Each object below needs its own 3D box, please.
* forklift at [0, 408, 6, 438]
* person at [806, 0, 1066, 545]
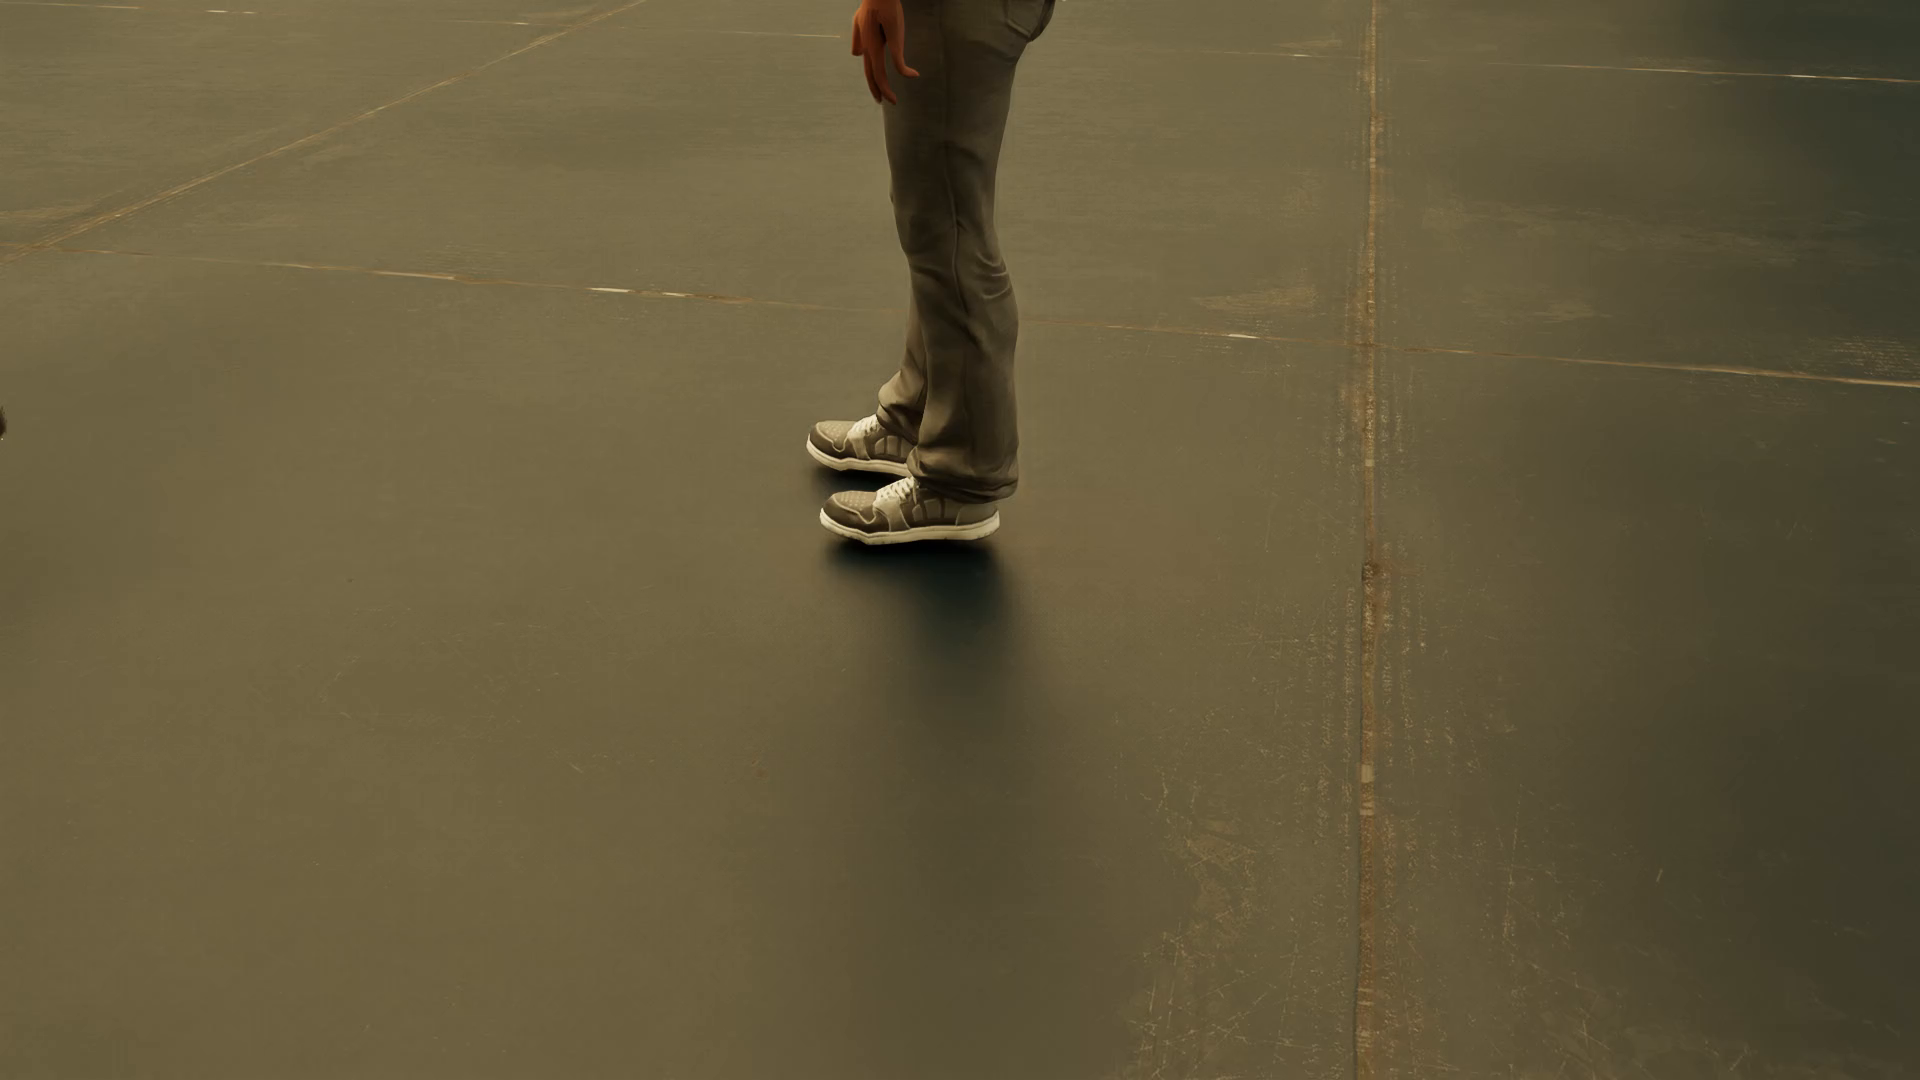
[{"bbox_3d":[-2.956,-1.107,1.439,3.031,2.935,1.130,-5,27,-9],"label":"forklift"},{"bbox_3d":[-0.069,-0.733,2.164,0.475,1.596,0.521,6,27,11],"label":"person"}]
